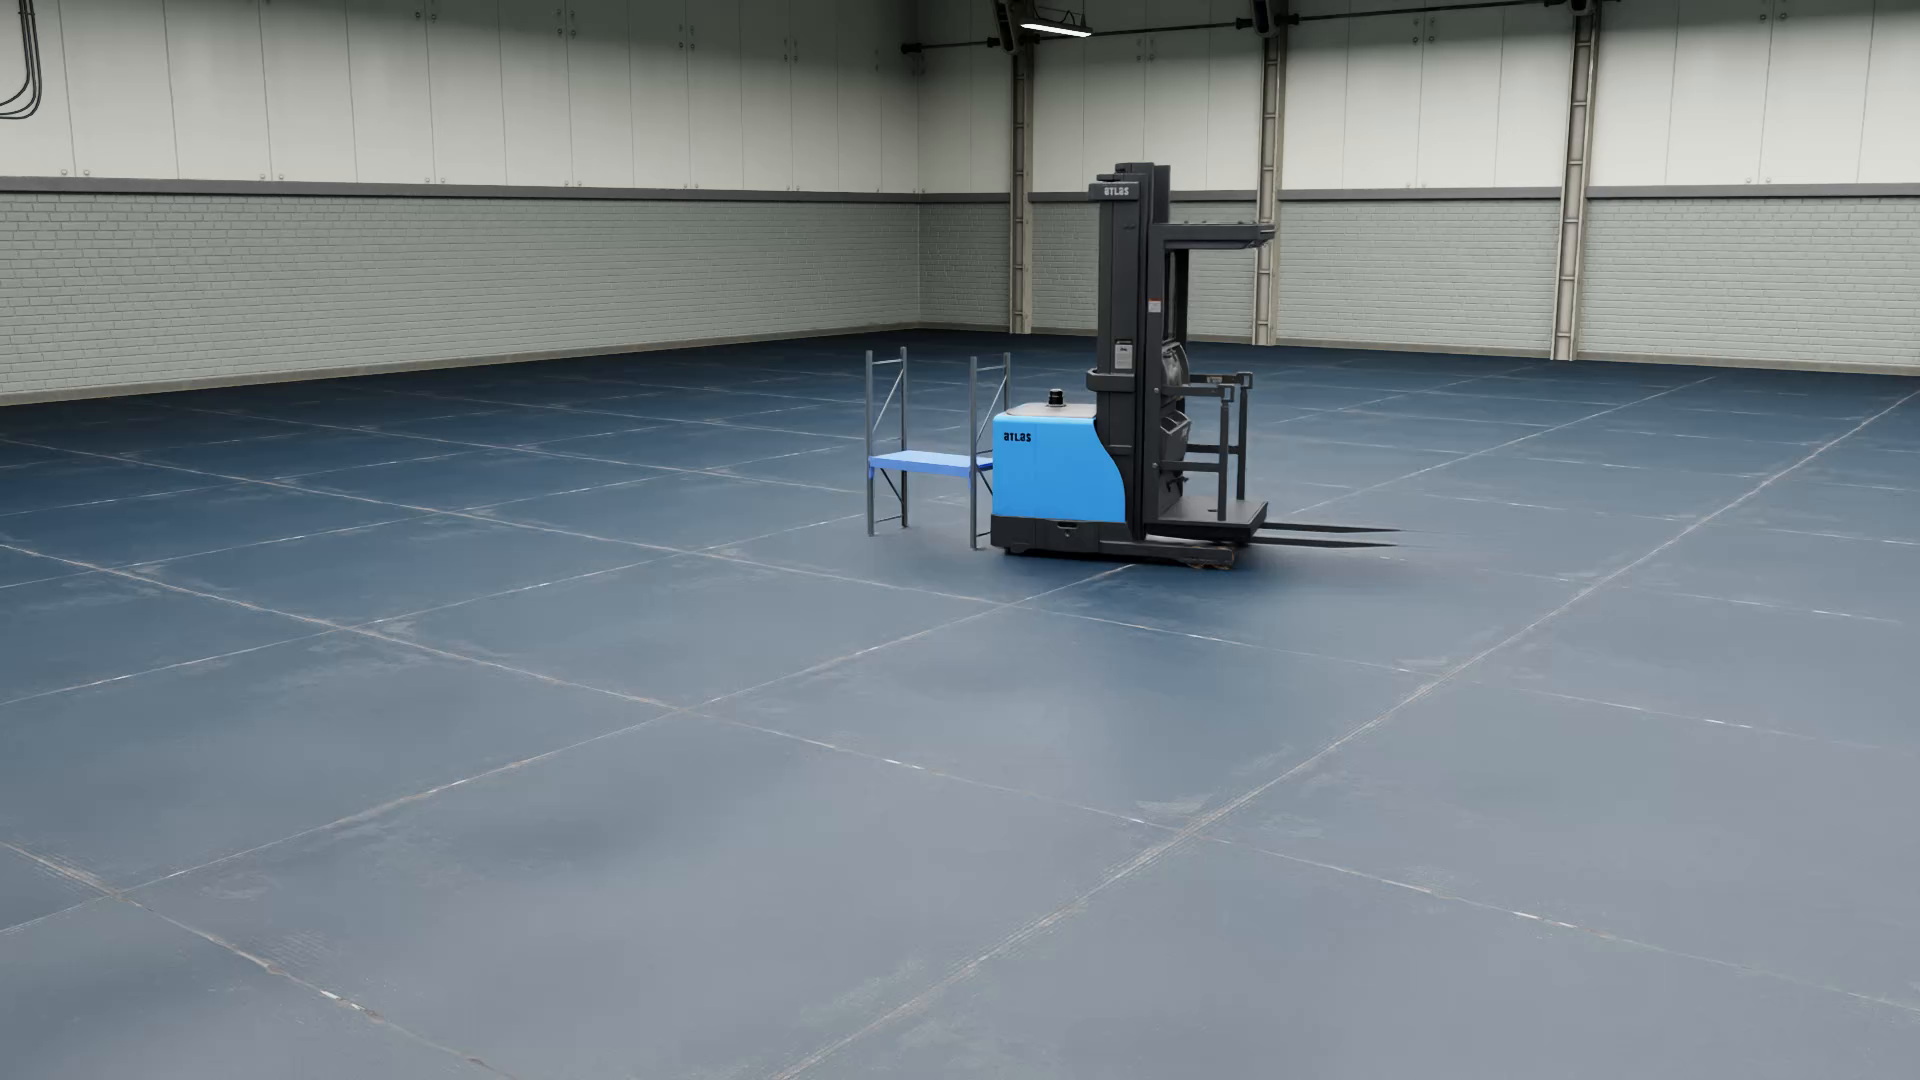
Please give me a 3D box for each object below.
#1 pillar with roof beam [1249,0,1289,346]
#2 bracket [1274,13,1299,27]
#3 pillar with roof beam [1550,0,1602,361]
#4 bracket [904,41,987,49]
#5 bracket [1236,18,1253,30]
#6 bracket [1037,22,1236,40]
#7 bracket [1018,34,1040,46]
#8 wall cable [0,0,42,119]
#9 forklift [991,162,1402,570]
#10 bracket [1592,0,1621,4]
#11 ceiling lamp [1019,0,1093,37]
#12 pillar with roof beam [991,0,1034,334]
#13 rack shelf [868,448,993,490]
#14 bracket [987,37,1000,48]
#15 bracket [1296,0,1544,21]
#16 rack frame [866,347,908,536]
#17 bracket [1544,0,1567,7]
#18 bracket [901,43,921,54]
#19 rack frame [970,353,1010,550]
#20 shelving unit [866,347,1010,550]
[{"bbox_3d":[3.650,-7.732,29.624,0.548,9.000,9.100,8,13,36],"label":"pillar with roof beam"},{"bbox_3d":[6.322,-10.058,32.166,0.430,0.232,0.235,8,13,36],"label":"bracket"},{"bbox_3d":[8.486,-7.058,26.137,0.548,9.000,9.100,8,13,36],"label":"pillar with roof beam"},{"bbox_3d":[-0.617,-11.026,37.169,3.189,0.066,0.076,8,13,36],"label":"bracket"},{"bbox_3d":[5.653,-10.151,32.649,0.430,0.232,0.235,8,13,36],"label":"bracket"},{"bbox_3d":[3.563,-10.443,34.156,4.783,0.066,0.076,8,13,36],"label":"bracket"},{"bbox_3d":[1.486,-10.732,35.653,0.430,0.232,0.235,8,13,36],"label":"bracket"},{"bbox_3d":[-13.243,-7.899,21.529,0.169,6.003,2.305,8,13,36],"label":"wall cable"},{"bbox_3d":[1.811,-1.331,12.512,3.031,2.935,1.130,3,11,17],"label":"forklift"},{"bbox_3d":[11.158,-9.383,28.679,0.430,0.232,0.235,8,13,36],"label":"bracket"},{"bbox_3d":[1.540,-10.738,29.792,0.800,3.185,2.000,8,13,36],"label":"ceiling lamp"},{"bbox_3d":[-1.186,-8.407,33.110,0.548,9.000,9.100,8,13,36],"label":"pillar with roof beam"},{"bbox_3d":[-0.180,-0.574,13.312,1.000,0.185,0.538,8,13,35],"label":"rack shelf"},{"bbox_3d":[0.817,-10.826,36.135,0.430,0.232,0.235,8,13,36],"label":"bracket"},{"bbox_3d":[8.399,-9.768,30.669,4.783,0.066,0.076,8,13,36],"label":"bracket"},{"bbox_3d":[-0.595,-0.807,13.566,0.032,1.500,0.500,8,13,35],"label":"rack frame"},{"bbox_3d":[10.489,-9.477,29.162,0.430,0.232,0.235,8,13,36],"label":"bracket"},{"bbox_3d":[-1.093,-11.092,37.513,0.430,0.232,0.235,8,13,36],"label":"bracket"},{"bbox_3d":[0.235,-0.695,12.990,0.032,1.500,0.500,8,13,35],"label":"rack frame"},{"bbox_3d":[-0.180,-0.751,13.278,1.048,1.500,0.538,8,13,35],"label":"shelving unit"}]
